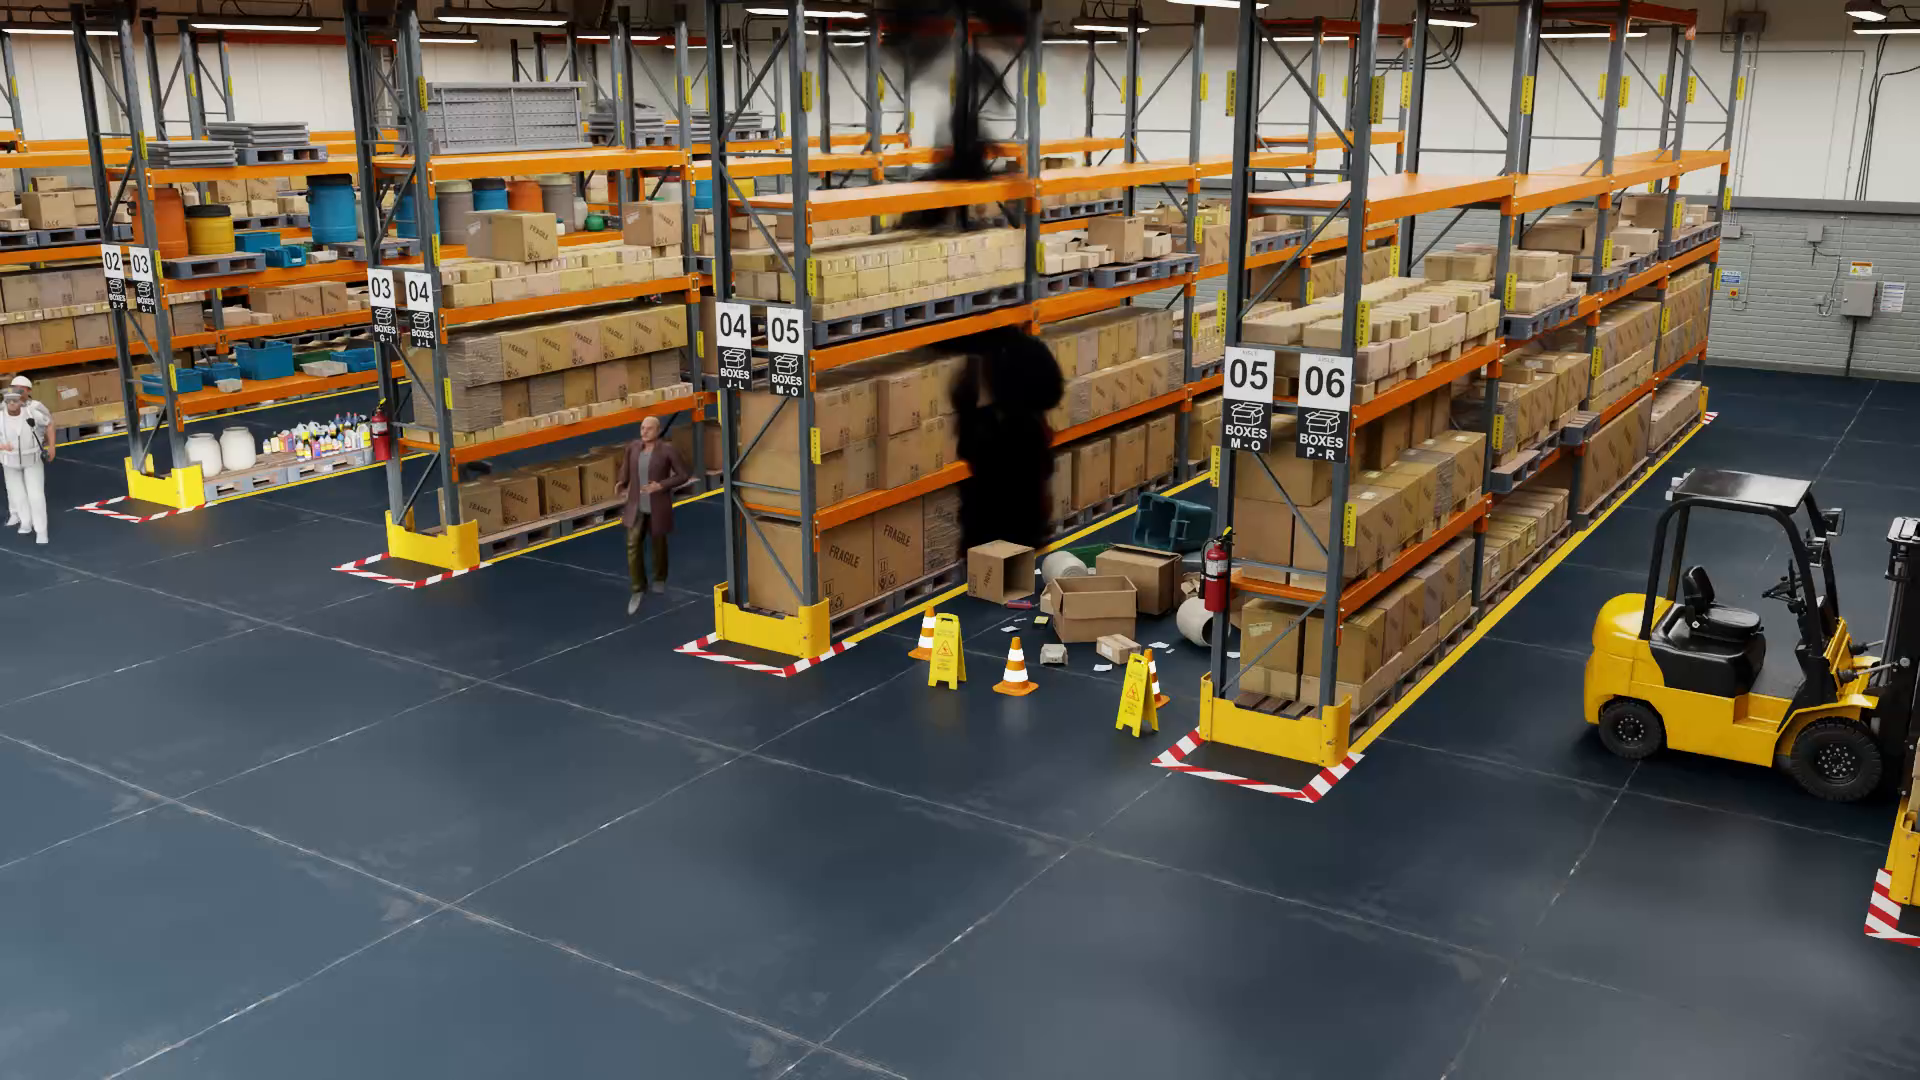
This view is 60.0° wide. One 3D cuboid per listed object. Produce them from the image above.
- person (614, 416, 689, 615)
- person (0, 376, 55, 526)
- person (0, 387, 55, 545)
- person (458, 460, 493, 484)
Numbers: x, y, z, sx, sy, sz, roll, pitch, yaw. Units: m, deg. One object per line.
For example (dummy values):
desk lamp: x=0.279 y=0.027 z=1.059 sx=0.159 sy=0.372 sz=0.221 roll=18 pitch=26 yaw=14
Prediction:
person: x=-2.921 y=-0.265 z=15.872 sx=0.734 sy=1.862 sz=0.731 roll=3 pitch=16 yaw=10
person: x=-11.243 y=-1.115 z=20.052 sx=0.694 sy=1.749 sz=0.828 roll=-3 pitch=16 yaw=-9
person: x=-10.710 y=-0.844 z=19.036 sx=0.677 sy=1.870 sz=0.789 roll=-7 pitch=17 yaw=-23
person: x=-6.305 y=-1.367 z=21.155 sx=0.574 sy=1.592 sz=0.530 roll=7 pitch=17 yaw=25
